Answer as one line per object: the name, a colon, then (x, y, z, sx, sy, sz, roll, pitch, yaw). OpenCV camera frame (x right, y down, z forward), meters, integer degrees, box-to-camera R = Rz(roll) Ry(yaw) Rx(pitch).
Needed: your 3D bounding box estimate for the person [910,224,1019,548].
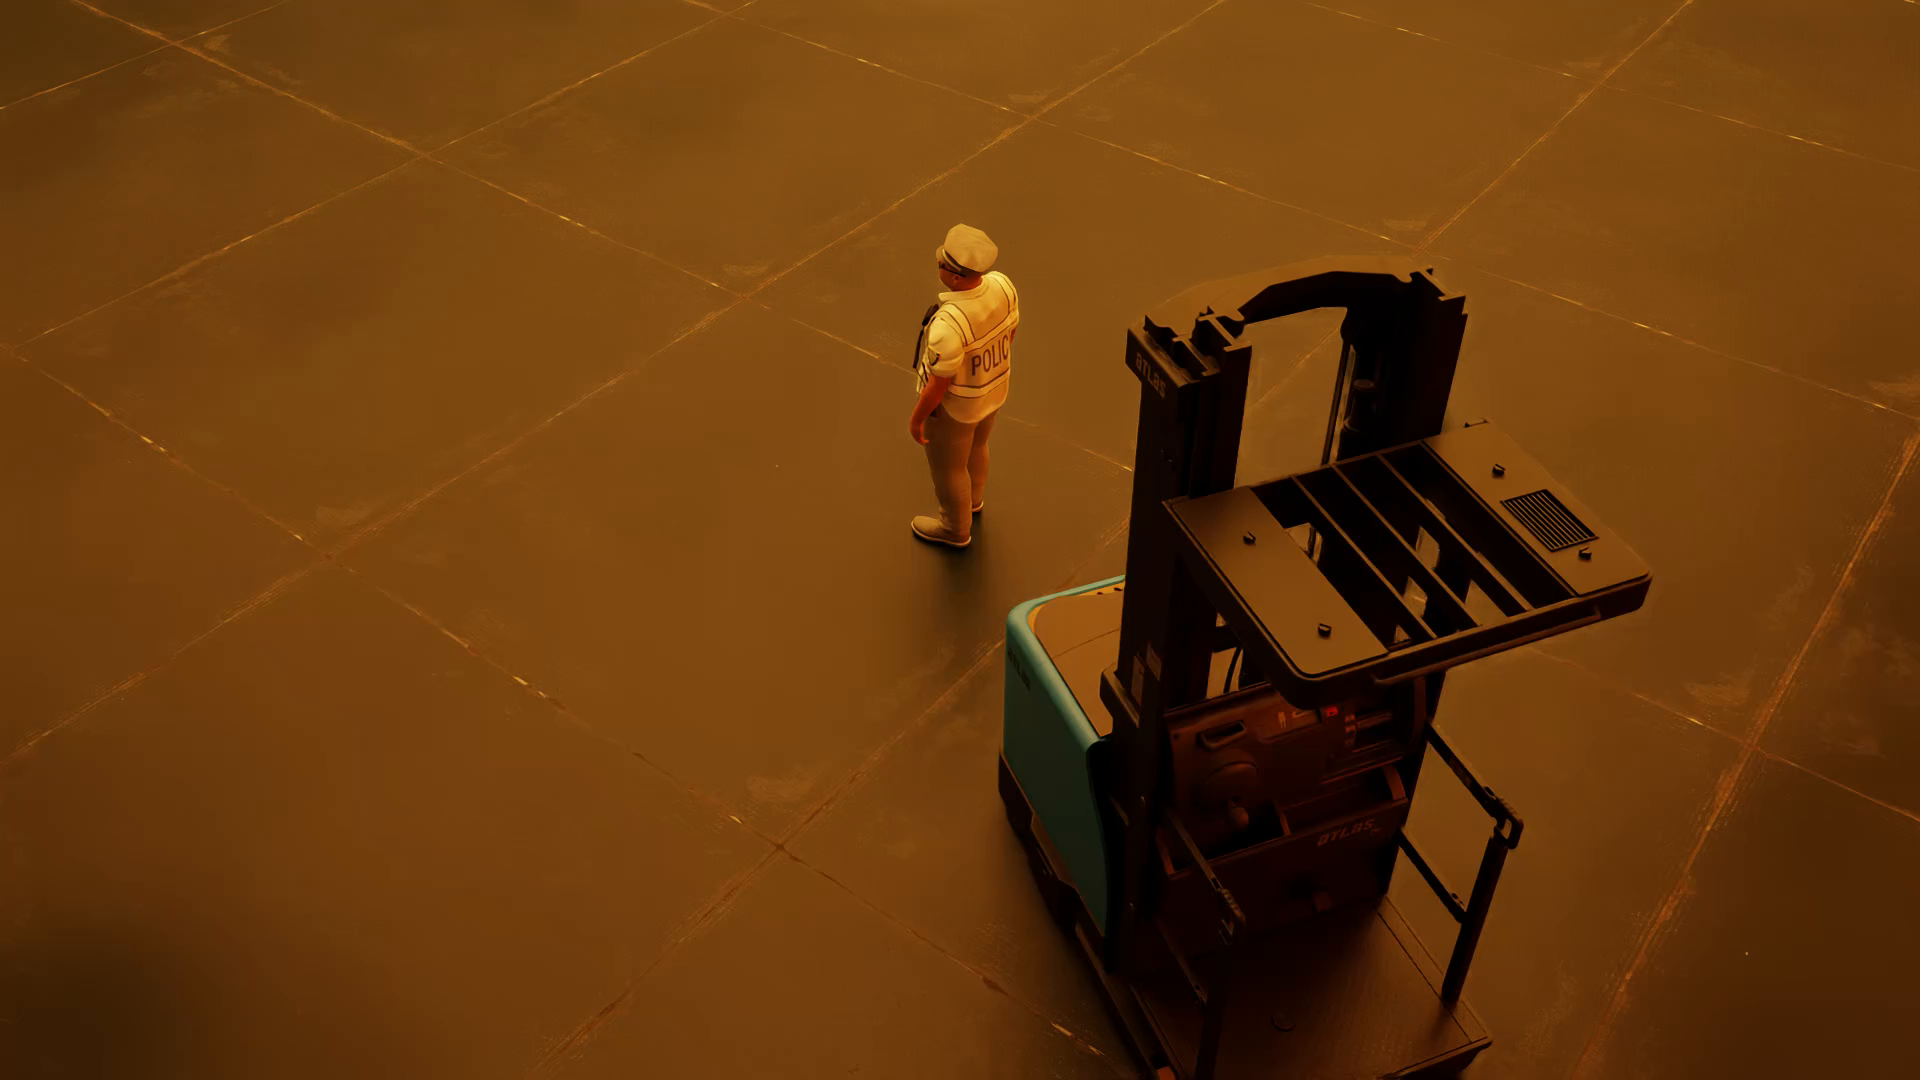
person: (-0.055, -0.721, 7.793, 0.574, 1.780, 0.641, 26, 47, 28)

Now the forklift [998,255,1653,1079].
forklift: (1.176, 0.728, 5.220, 1.130, 2.935, 3.031, -14, 43, -16)
